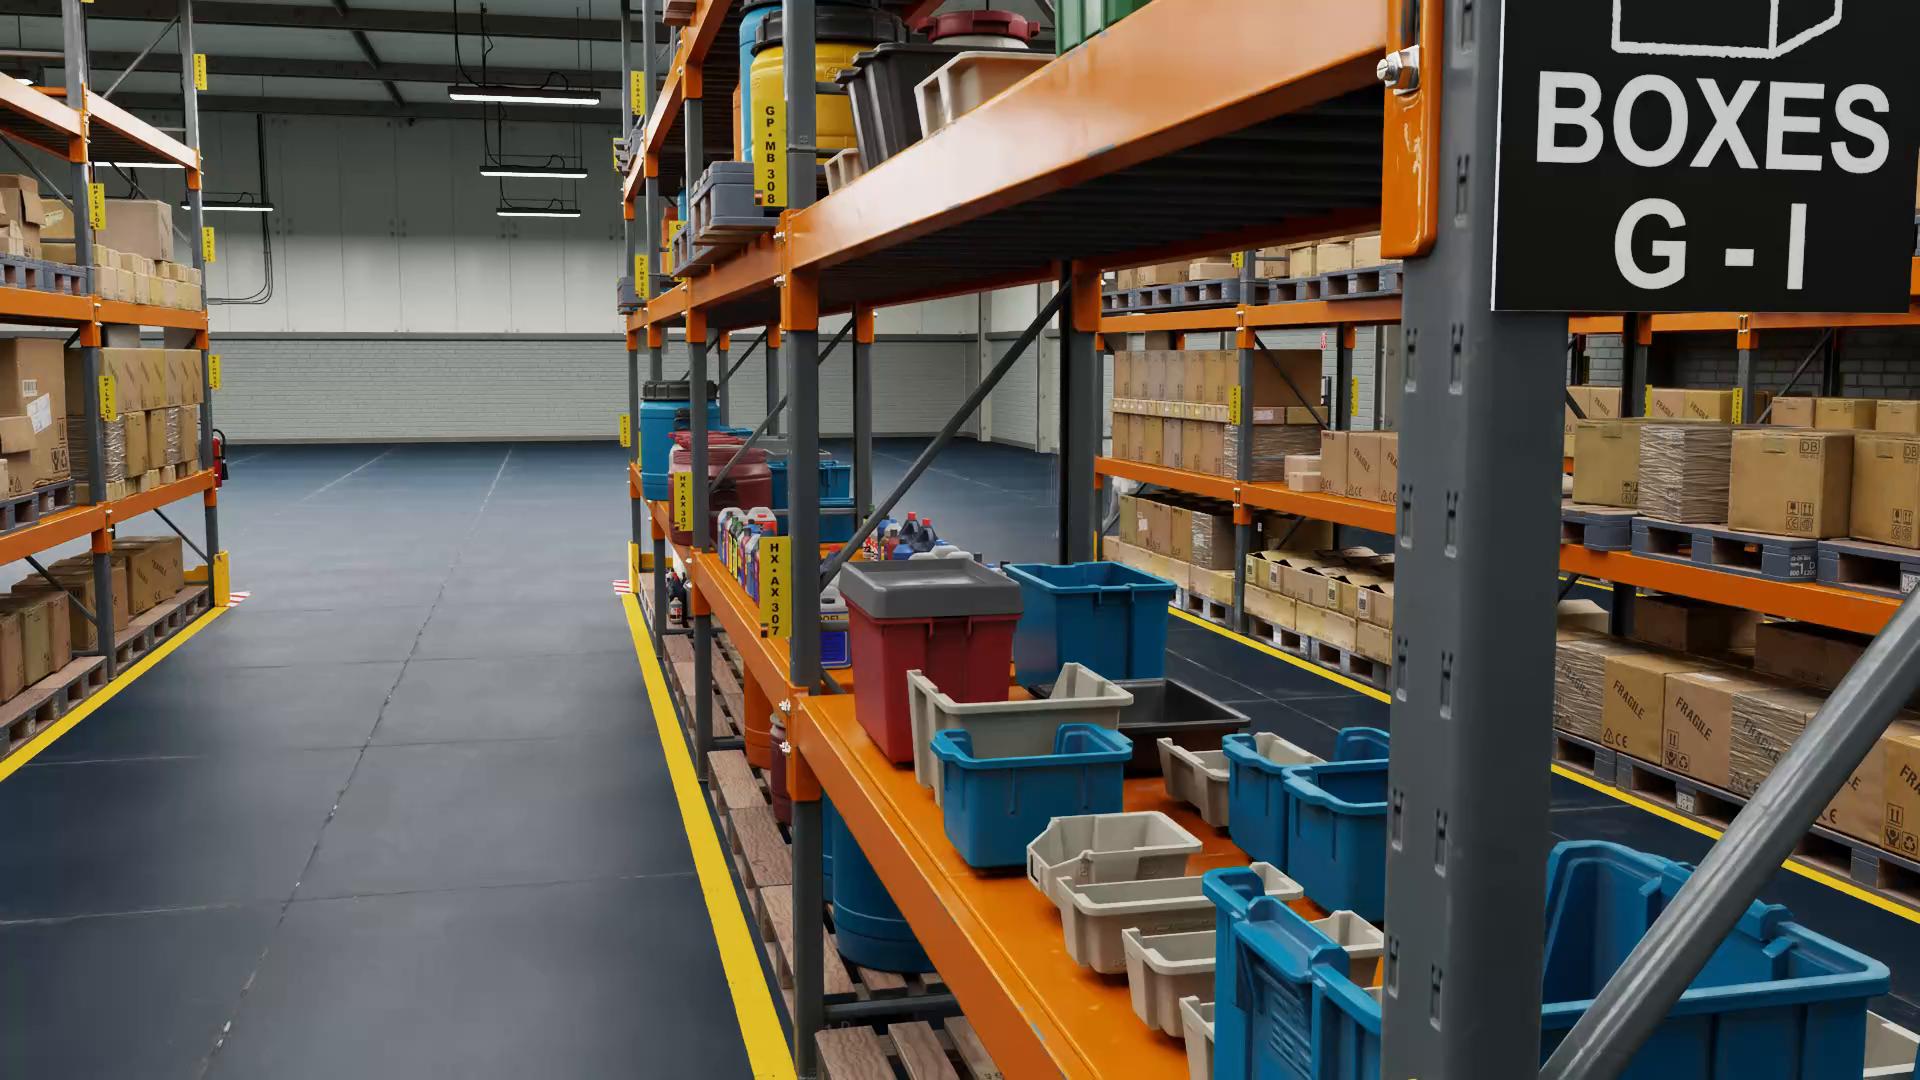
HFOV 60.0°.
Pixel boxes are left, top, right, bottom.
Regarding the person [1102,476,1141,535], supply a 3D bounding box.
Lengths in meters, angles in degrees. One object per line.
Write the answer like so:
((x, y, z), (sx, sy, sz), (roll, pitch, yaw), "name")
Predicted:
((1.955, -0.601, 19.591), (0.953, 1.634, 0.543), (-1, 6, -13), "person")
